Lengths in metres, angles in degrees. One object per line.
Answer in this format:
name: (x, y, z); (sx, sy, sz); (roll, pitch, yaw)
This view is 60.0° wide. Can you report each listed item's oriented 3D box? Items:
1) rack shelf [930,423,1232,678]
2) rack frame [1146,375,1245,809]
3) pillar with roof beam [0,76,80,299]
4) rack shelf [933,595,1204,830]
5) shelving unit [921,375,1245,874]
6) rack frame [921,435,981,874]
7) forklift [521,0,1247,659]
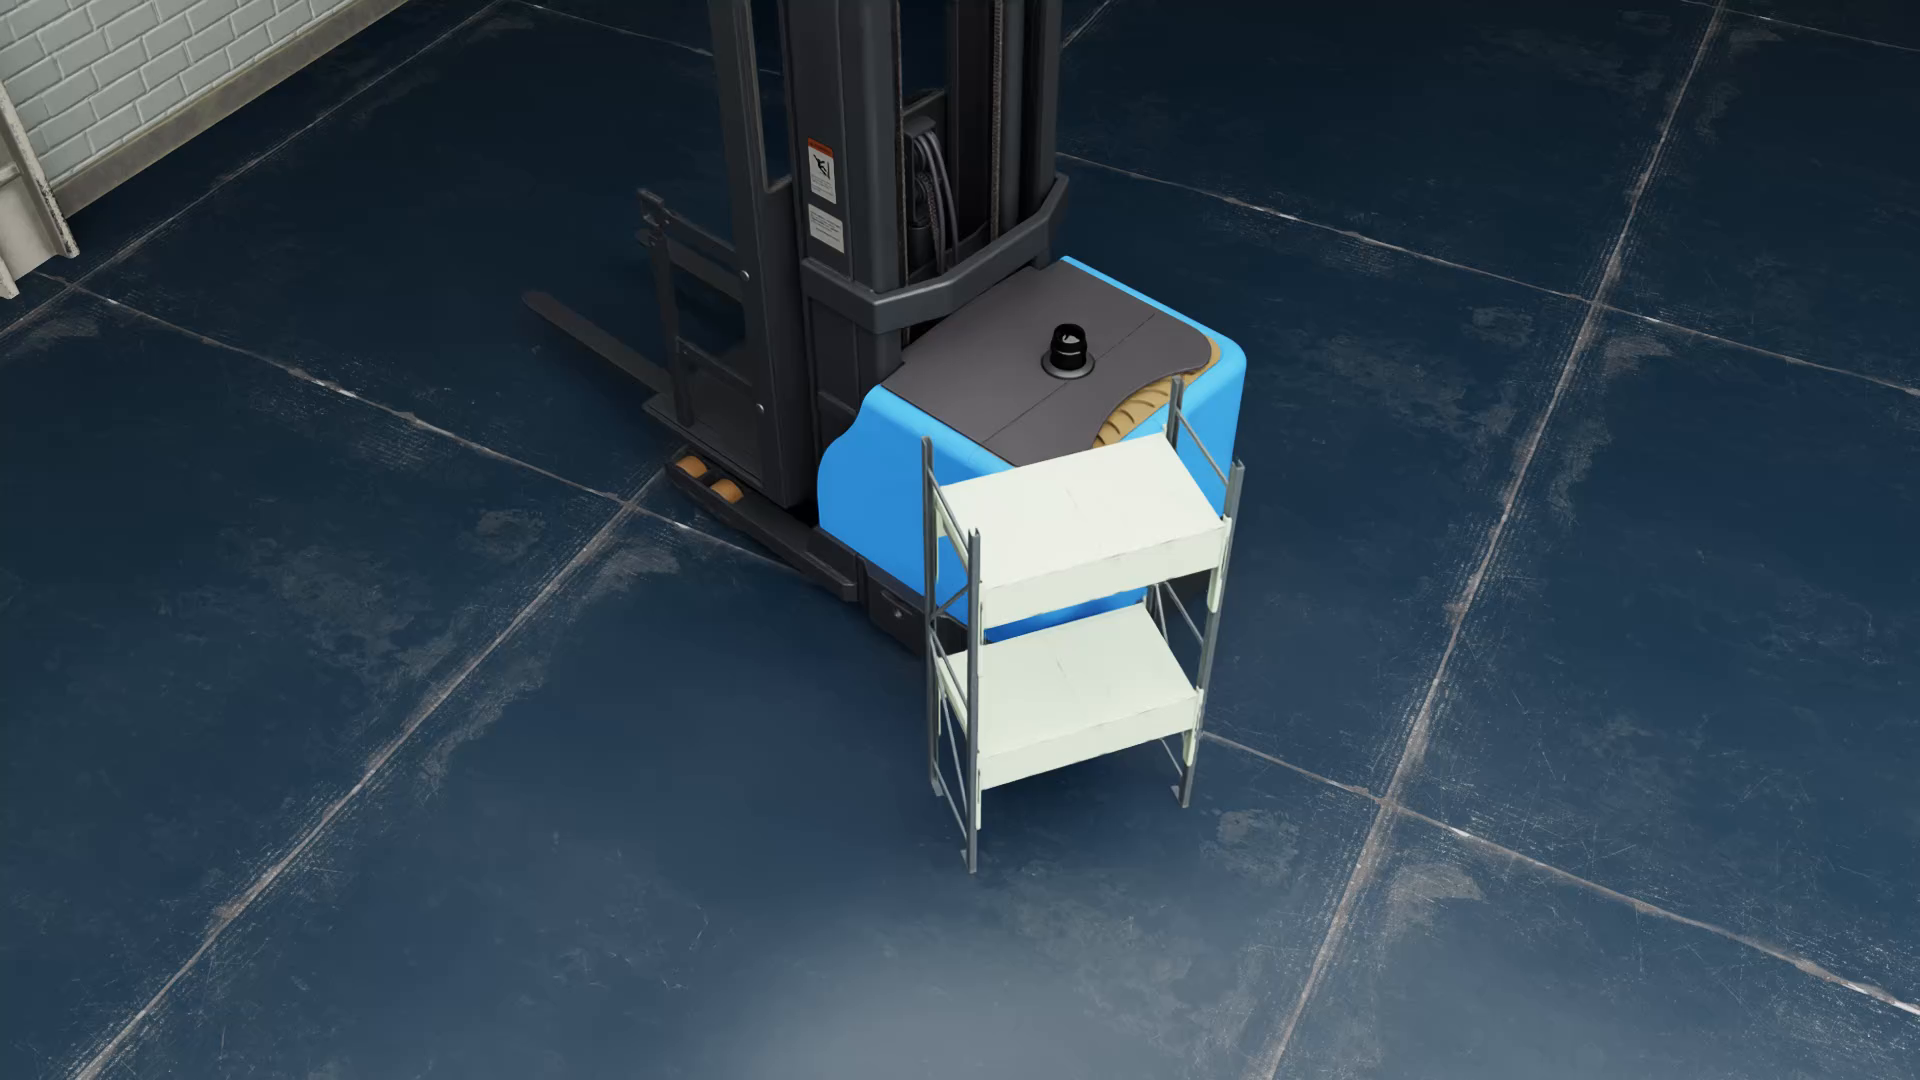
rack shelf: (0.319, 0.022, 4.625); (0.720, 0.370, 0.431); (-14, 47, -14)
rack frame: (0.664, 0.208, 4.990); (0.023, 1.500, 0.400); (-14, 47, -14)
pillar with roof beam: (-0.399, -2.973, 2.861); (9.100, 9.000, 0.400); (20, 49, 19)
rack shelf: (0.319, 0.525, 5.135); (0.720, 0.370, 0.431); (-14, 47, -14)
shelving unit: (0.319, 0.296, 4.903); (0.755, 1.500, 0.431); (-14, 47, -14)
rack frame: (-0.025, 0.384, 4.816); (0.023, 1.500, 0.400); (-14, 47, -14)
forklift: (-0.488, -1.344, 5.517); (3.031, 2.935, 1.130); (33, 54, 28)
